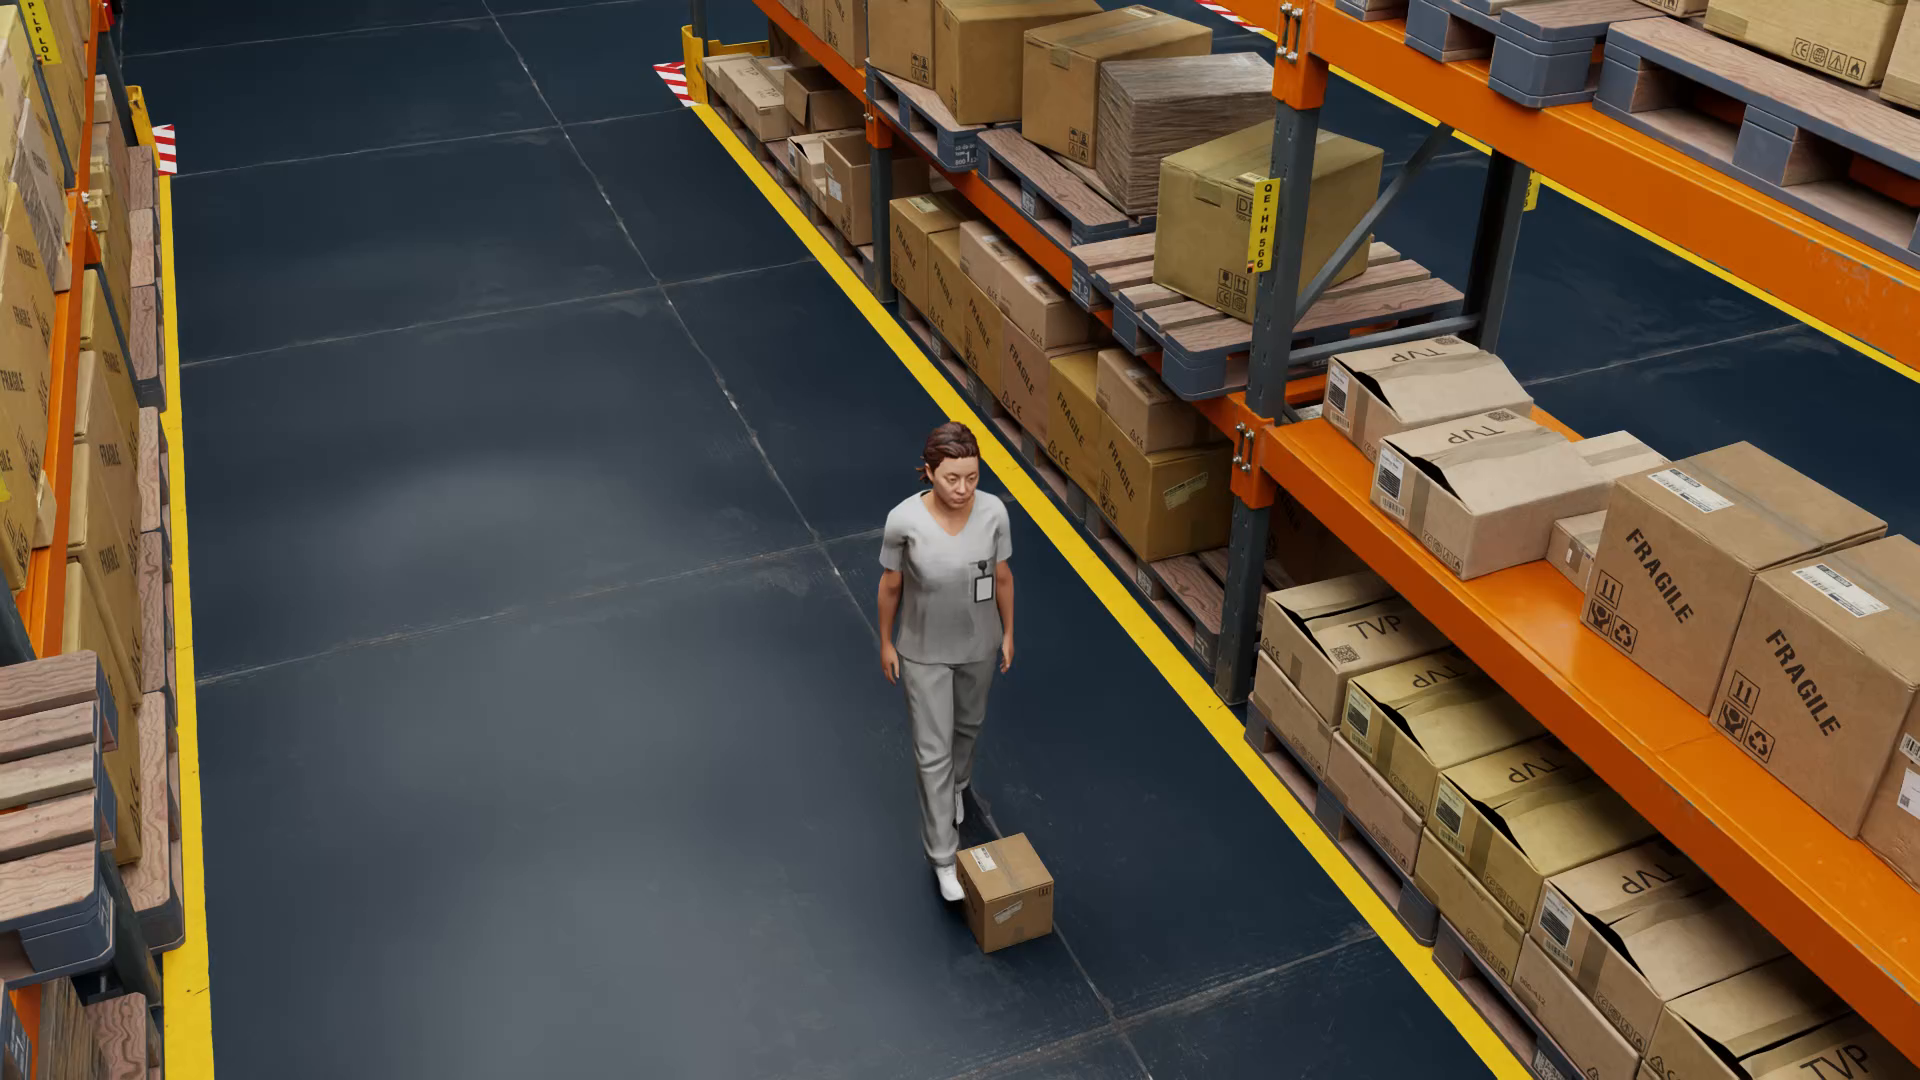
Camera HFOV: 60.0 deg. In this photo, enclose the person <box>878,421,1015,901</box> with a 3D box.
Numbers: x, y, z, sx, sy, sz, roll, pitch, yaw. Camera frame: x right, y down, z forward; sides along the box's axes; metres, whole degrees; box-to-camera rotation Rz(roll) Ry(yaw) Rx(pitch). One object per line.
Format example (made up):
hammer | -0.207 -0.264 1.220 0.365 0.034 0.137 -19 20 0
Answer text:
person | -0.016 0.401 5.535 0.462 1.665 0.722 -8 34 -11
